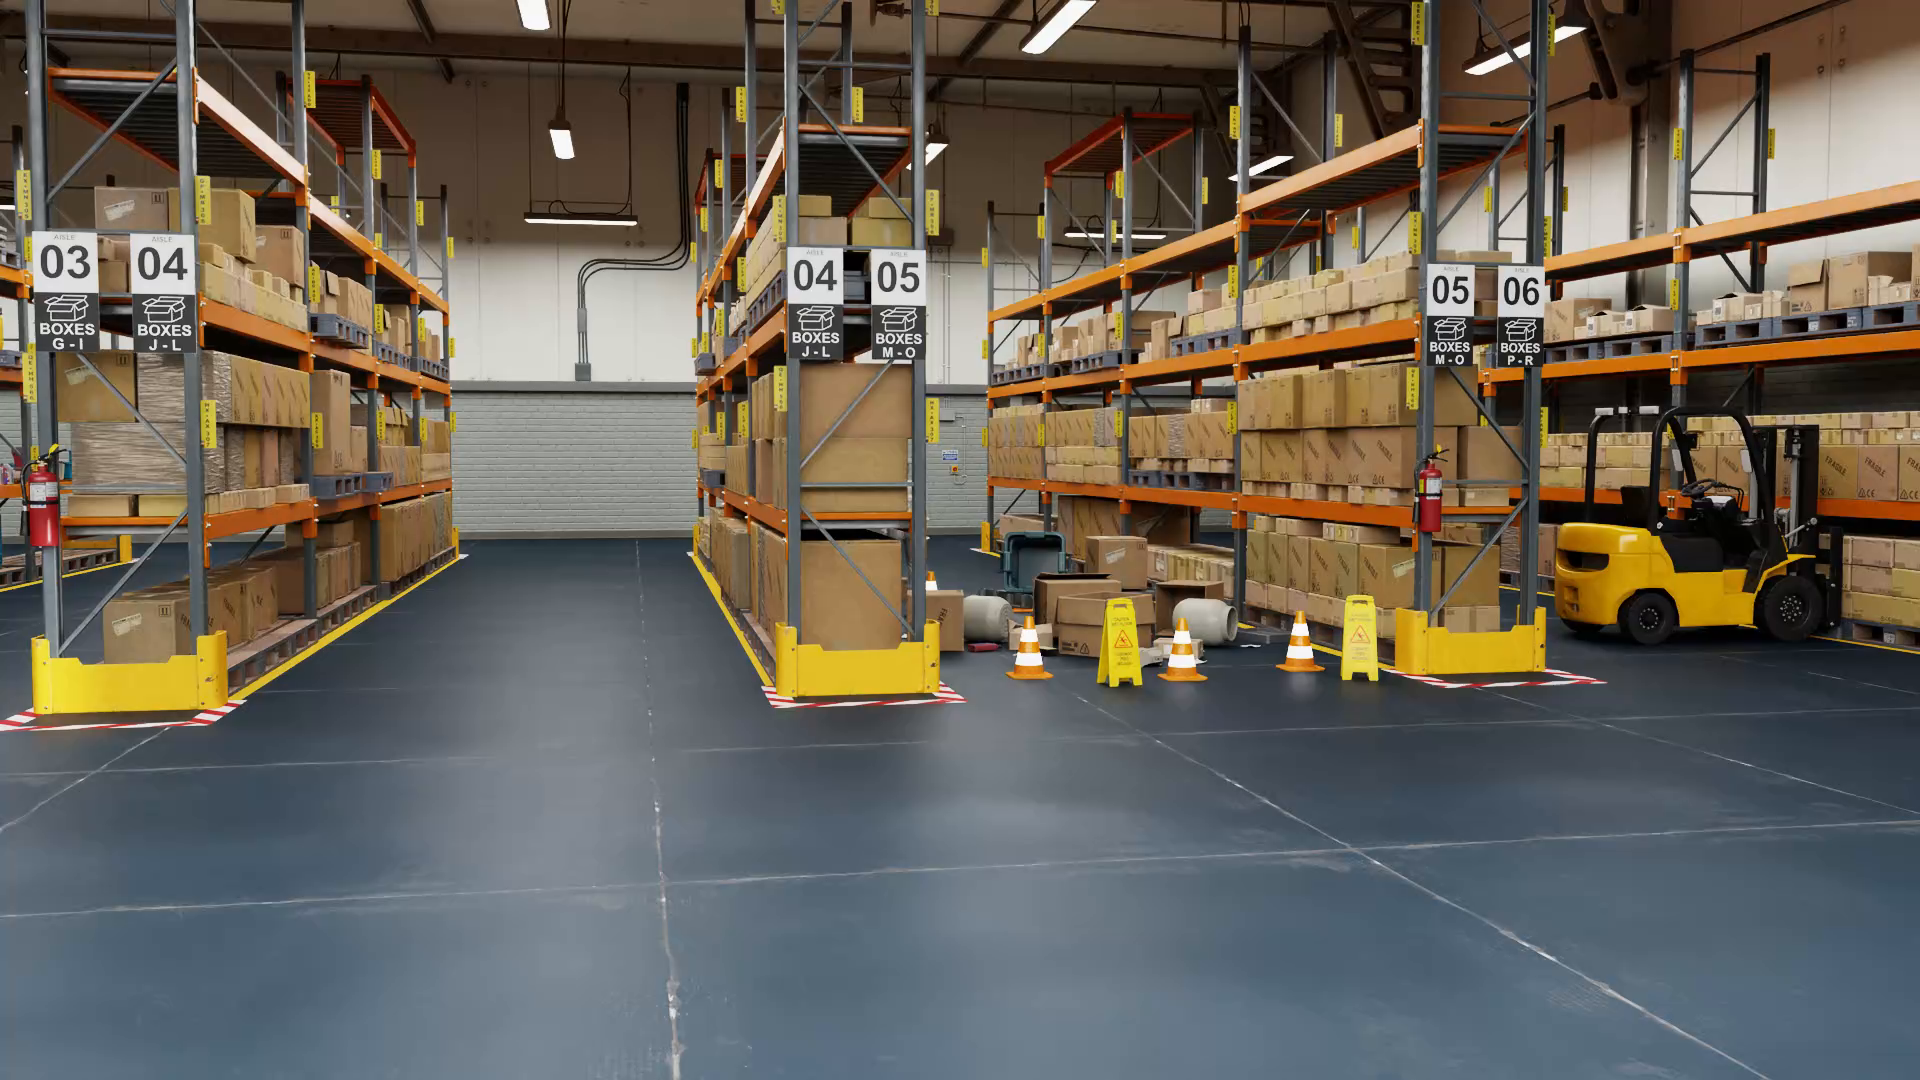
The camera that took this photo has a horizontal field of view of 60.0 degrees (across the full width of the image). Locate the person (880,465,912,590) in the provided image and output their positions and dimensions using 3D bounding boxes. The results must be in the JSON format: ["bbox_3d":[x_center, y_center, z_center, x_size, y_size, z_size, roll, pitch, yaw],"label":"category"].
[{"bbox_3d":[-0.686,-0.071,19.010,0.504,1.616,0.465,-1,3,-10],"label":"person"}]
